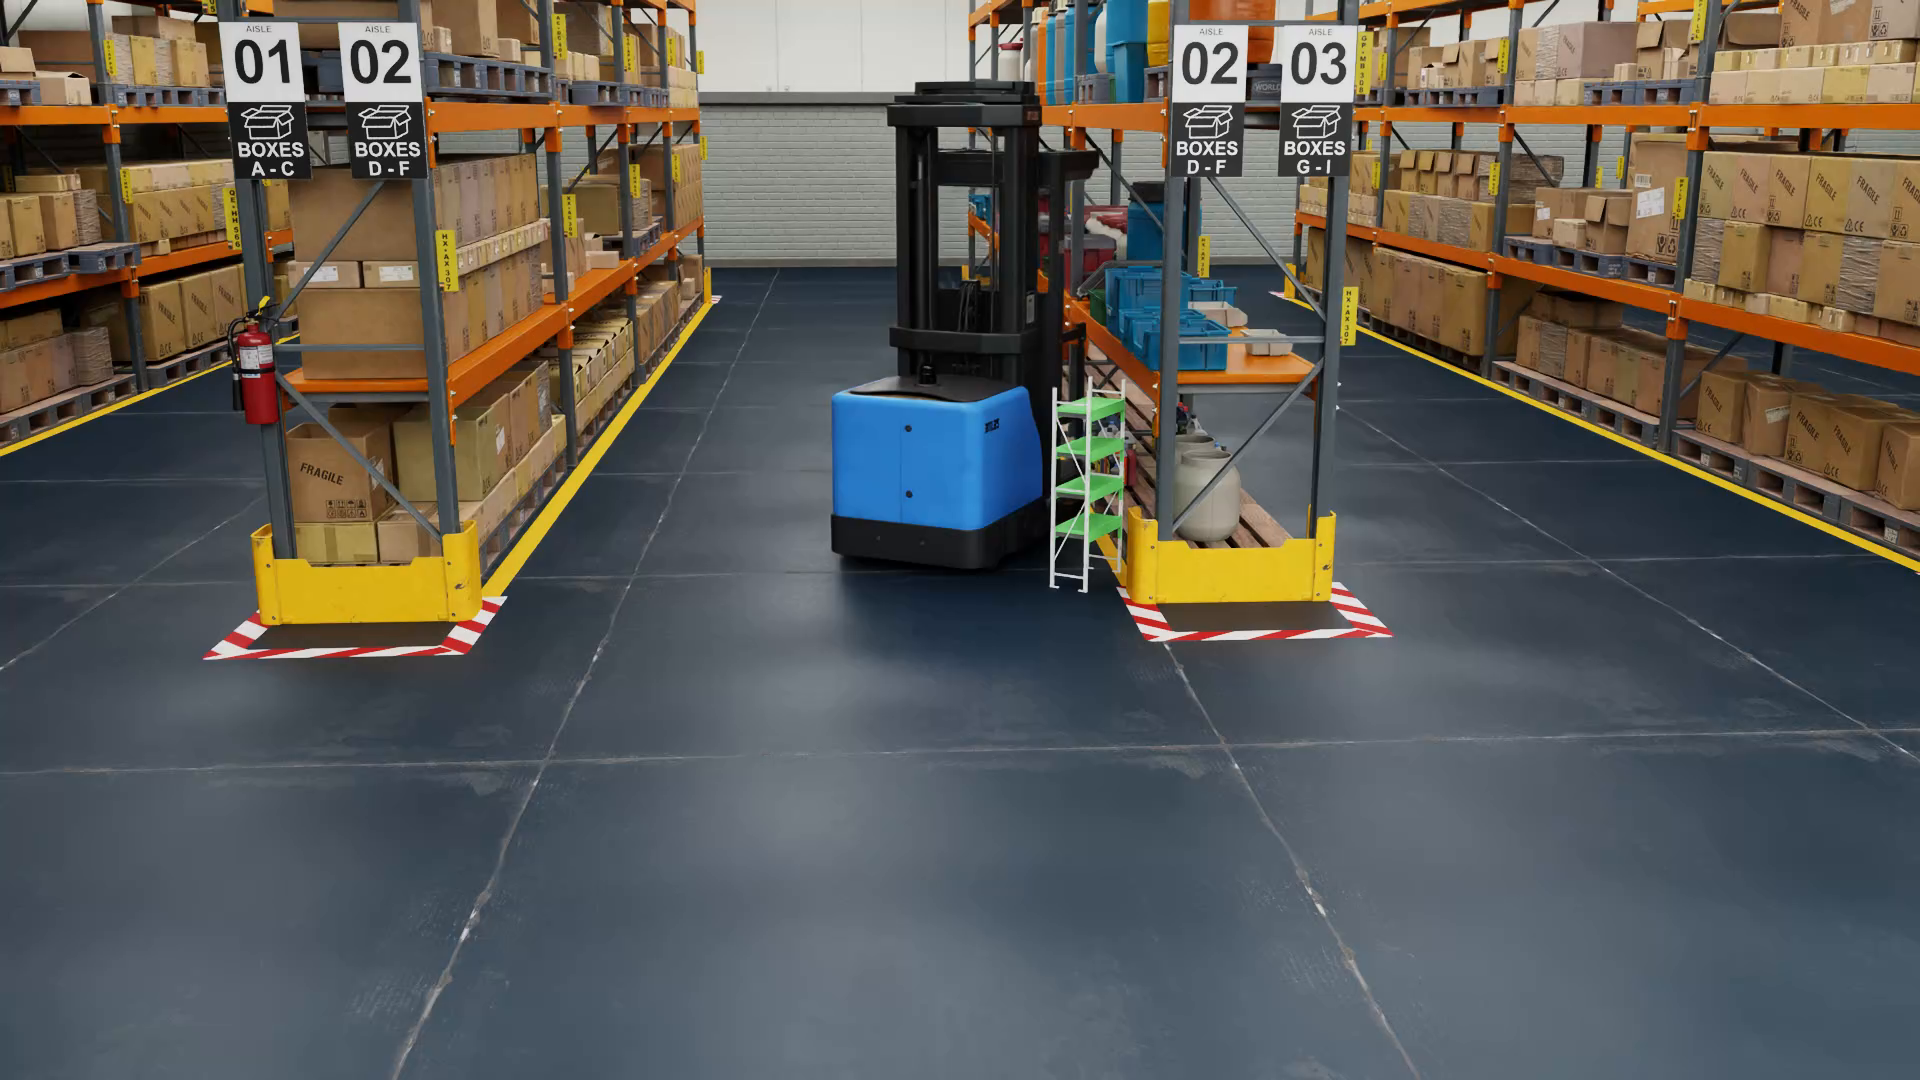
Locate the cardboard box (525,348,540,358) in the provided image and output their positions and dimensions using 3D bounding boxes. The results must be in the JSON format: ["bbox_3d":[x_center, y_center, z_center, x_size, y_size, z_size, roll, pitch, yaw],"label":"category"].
[{"bbox_3d":[-3.943,-1.527,14.492,0.500,0.311,0.500,-1,14,-4],"label":"cardboard box"}]

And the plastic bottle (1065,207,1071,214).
[{"bbox_3d":[1.279,-3.806,19.897,0.144,0.351,0.185,-1,14,-3],"label":"plastic bottle"}]

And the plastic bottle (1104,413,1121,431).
[{"bbox_3d":[1.159,-0.835,12.685,0.144,0.351,0.185,-1,14,-3],"label":"plastic bottle"}]

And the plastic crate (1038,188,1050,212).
[{"bbox_3d":[1.079,-4.385,21.801,0.402,0.464,0.583,-1,14,-3],"label":"plastic crate"}]

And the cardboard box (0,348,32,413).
[{"bbox_3d":[-8.644,-1.397,14.571,0.700,0.500,0.500,-1,14,-3],"label":"cardboard box"}]

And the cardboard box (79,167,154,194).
[{"bbox_3d":[-8.529,-3.641,16.815,0.500,0.250,0.500,-1,14,-2],"label":"cardboard box"}]

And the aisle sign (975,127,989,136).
[{"bbox_3d":[0.335,-6.366,24.533,0.394,0.787,0.004,-1,14,-3],"label":"aisle sign"}]

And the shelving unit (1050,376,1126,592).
[{"bbox_3d":[0.765,-0.340,9.941,0.258,1.200,0.503,8,16,28],"label":"shelving unit"}]

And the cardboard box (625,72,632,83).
[{"bbox_3d":[-3.905,-4.765,17.305,0.910,0.500,0.500,-1,14,-3],"label":"cardboard box"}]

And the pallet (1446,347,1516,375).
[{"bbox_3d":[6.102,-2.028,18.484,1.003,0.211,1.213,-1,14,-3],"label":"pallet"}]

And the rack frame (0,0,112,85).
[{"bbox_3d":[-8.756,-5.857,15.730,1.000,3.000,0.127,-1,14,-3],"label":"rack frame"}]

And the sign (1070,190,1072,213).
[{"bbox_3d":[1.433,-4.241,20.936,0.100,0.325,0.005,-1,14,-3],"label":"sign"}]

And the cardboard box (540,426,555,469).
[{"bbox_3d":[-3.297,-0.669,12.284,0.500,0.250,0.500,-1,14,-3],"label":"cardboard box"}]

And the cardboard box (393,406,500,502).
[{"bbox_3d":[-3.161,-0.535,10.258,0.500,0.500,0.500,-1,14,-3],"label":"cardboard box"}]

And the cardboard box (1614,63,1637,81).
[{"bbox_3d":[6.107,-4.194,14.913,0.380,0.166,0.250,-1,14,-5],"label":"cardboard box"}]

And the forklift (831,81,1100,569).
[{"bbox_3d":[0.265,-1.562,11.214,1.130,2.935,3.031,7,16,24],"label":"forklift"}]

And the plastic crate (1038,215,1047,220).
[{"bbox_3d":[0.998,-4.119,21.423,0.396,0.136,0.243,-1,14,-3],"label":"plastic crate"}]

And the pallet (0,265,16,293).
[{"bbox_3d":[-8.411,-2.056,13.383,1.003,0.211,1.213,-1,14,-3],"label":"pallet"}]

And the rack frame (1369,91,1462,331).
[{"bbox_3d":[5.827,-4.176,21.236,1.000,3.000,0.127,-1,14,-3],"label":"rack frame"}]

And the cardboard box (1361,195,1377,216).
[{"bbox_3d":[5.538,-4.353,21.629,0.500,0.250,0.500,-1,14,-4],"label":"cardboard box"}]

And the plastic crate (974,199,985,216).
[{"bbox_3d":[0.404,-4.648,23.288,0.416,0.233,0.300,-1,14,-3],"label":"plastic crate"}]

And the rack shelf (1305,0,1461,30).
[{"bbox_3d":[5.703,-7.036,22.561,1.077,0.370,4.000,-1,14,-3],"label":"rack shelf"}]

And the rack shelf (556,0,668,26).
[{"bbox_3d":[-3.936,-5.890,18.104,1.077,0.370,4.000,-1,14,-3],"label":"rack shelf"}]

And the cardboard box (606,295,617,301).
[{"bbox_3d":[-4.175,-2.520,18.933,0.500,0.500,0.500,-1,14,-6],"label":"cardboard box"}]

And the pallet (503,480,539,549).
[{"bbox_3d":[-3.478,-0.181,11.307,1.003,0.211,1.213,-1,14,-3],"label":"pallet"}]

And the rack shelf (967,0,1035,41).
[{"bbox_3d":[0.760,-6.960,22.264,1.077,0.370,4.000,-1,14,-3],"label":"rack shelf"}]

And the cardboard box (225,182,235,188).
[{"bbox_3d":[-8.682,-3.911,19.369,0.500,0.500,0.500,-1,14,-3],"label":"cardboard box"}]

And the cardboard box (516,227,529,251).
[{"bbox_3d":[-3.285,-2.140,11.823,0.380,0.149,0.250,-1,14,-4],"label":"cardboard box"}]

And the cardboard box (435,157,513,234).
[{"bbox_3d":[-3.468,-2.350,11.337,0.700,0.500,0.500,-1,14,-3],"label":"cardboard box"}]

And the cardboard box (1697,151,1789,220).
[{"bbox_3d":[6.097,-2.747,12.879,0.500,0.500,0.500,-1,14,-3],"label":"cardboard box"}]

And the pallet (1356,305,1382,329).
[{"bbox_3d":[5.858,-3.016,22.323,1.003,0.211,1.213,-1,14,-3],"label":"pallet"}]

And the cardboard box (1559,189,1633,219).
[{"bbox_3d":[6.283,-3.162,16.252,0.700,0.500,0.500,1,14,5],"label":"cardboard box"}]

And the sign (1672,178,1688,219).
[{"bbox_3d":[5.769,-2.737,13.322,0.100,0.325,0.005,-1,14,-3],"label":"sign"}]

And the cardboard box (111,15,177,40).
[{"bbox_3d":[-9.031,-5.666,18.419,0.500,0.250,0.500,-1,14,-5],"label":"cardboard box"}]

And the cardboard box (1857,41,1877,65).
[{"bbox_3d":[6.198,-3.221,11.008,0.380,0.149,0.250,-2,15,-6],"label":"cardboard box"}]

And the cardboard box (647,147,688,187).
[{"bbox_3d":[-3.872,-4.934,21.976,0.500,0.500,0.500,-1,14,-5],"label":"cardboard box"}]

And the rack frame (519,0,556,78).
[{"bbox_3d":[-3.565,-4.940,12.165,1.000,3.000,0.127,-1,14,-3],"label":"rack frame"}]

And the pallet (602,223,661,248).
[{"bbox_3d":[-3.937,-3.420,18.682,1.003,0.211,1.213,-1,14,-3],"label":"pallet"}]

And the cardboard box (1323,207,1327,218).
[{"bbox_3d":[5.354,-4.636,23.528,0.380,0.149,0.250,-1,14,-4],"label":"cardboard box"}]

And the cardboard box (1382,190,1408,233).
[{"bbox_3d":[5.606,-4.106,20.764,0.500,0.500,0.500,-1,14,-3],"label":"cardboard box"}]

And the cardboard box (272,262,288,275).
[{"bbox_3d":[-8.787,-3.529,21.594,0.380,0.149,0.250,0,14,-2],"label":"cardboard box"}]

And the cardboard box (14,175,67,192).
[{"bbox_3d":[-8.670,-3.362,15.688,0.380,0.149,0.250,-3,15,-13],"label":"cardboard box"}]

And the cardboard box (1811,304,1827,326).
[{"bbox_3d":[6.203,-1.572,11.621,0.380,0.149,0.250,-1,14,-3],"label":"cardboard box"}]

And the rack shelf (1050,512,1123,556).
[{"bbox_3d":[0.765,-0.046,10.017,0.258,0.148,0.480,8,16,28],"label":"rack shelf"}]

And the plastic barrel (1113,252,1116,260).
[{"bbox_3d":[1.451,-2.374,14.512,0.301,0.262,0.301,0,14,0],"label":"plastic barrel"}]

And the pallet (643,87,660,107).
[{"bbox_3d":[-4.022,-4.964,18.658,1.213,0.211,1.003,-1,14,-3],"label":"pallet"}]

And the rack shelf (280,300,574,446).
[{"bbox_3d":[-3.441,-1.188,11.069,1.077,0.370,4.000,-1,14,-3],"label":"rack shelf"}]

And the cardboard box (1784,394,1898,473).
[{"bbox_3d":[6.468,-0.783,12.225,0.500,0.500,0.500,-2,15,-8],"label":"cardboard box"}]

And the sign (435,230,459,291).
[{"bbox_3d":[-2.762,-1.504,8.956,0.100,0.325,0.005,-1,14,-3],"label":"sign"}]

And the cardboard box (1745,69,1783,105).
[{"bbox_3d":[6.133,-3.319,12.187,0.500,0.250,0.500,-1,14,-4],"label":"cardboard box"}]

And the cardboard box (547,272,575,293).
[{"bbox_3d":[-3.415,-2.136,13.813,0.380,0.149,0.250,-1,14,-3],"label":"cardboard box"}]

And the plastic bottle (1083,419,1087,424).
[{"bbox_3d":[1.009,-0.838,12.845,0.152,0.276,0.135,0,14,-1],"label":"plastic bottle"}]

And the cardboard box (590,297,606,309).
[{"bbox_3d":[-4.112,-2.638,17.886,0.500,0.250,0.500,0,14,-1],"label":"cardboard box"}]

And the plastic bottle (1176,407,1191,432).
[{"bbox_3d":[1.719,-0.836,12.691,0.144,0.351,0.185,-2,15,-6],"label":"plastic bottle"}]

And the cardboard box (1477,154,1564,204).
[{"bbox_3d":[6.046,-3.897,17.940,0.797,0.503,0.637,0,14,-2],"label":"cardboard box"}]

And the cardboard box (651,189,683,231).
[{"bbox_3d":[-3.820,-4.203,21.142,0.500,0.500,0.500,-1,14,-2],"label":"cardboard box"}]

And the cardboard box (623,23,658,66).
[{"bbox_3d":[-4.128,-6.129,20.602,0.700,0.500,0.500,-1,14,-3],"label":"cardboard box"}]

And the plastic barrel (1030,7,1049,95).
[{"bbox_3d":[0.966,-4.592,15.829,0.600,0.901,0.600,0,14,0],"label":"plastic barrel"}]

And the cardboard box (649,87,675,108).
[{"bbox_3d":[-3.843,-5.529,20.775,0.500,0.250,0.500,-1,14,-3],"label":"cardboard box"}]
